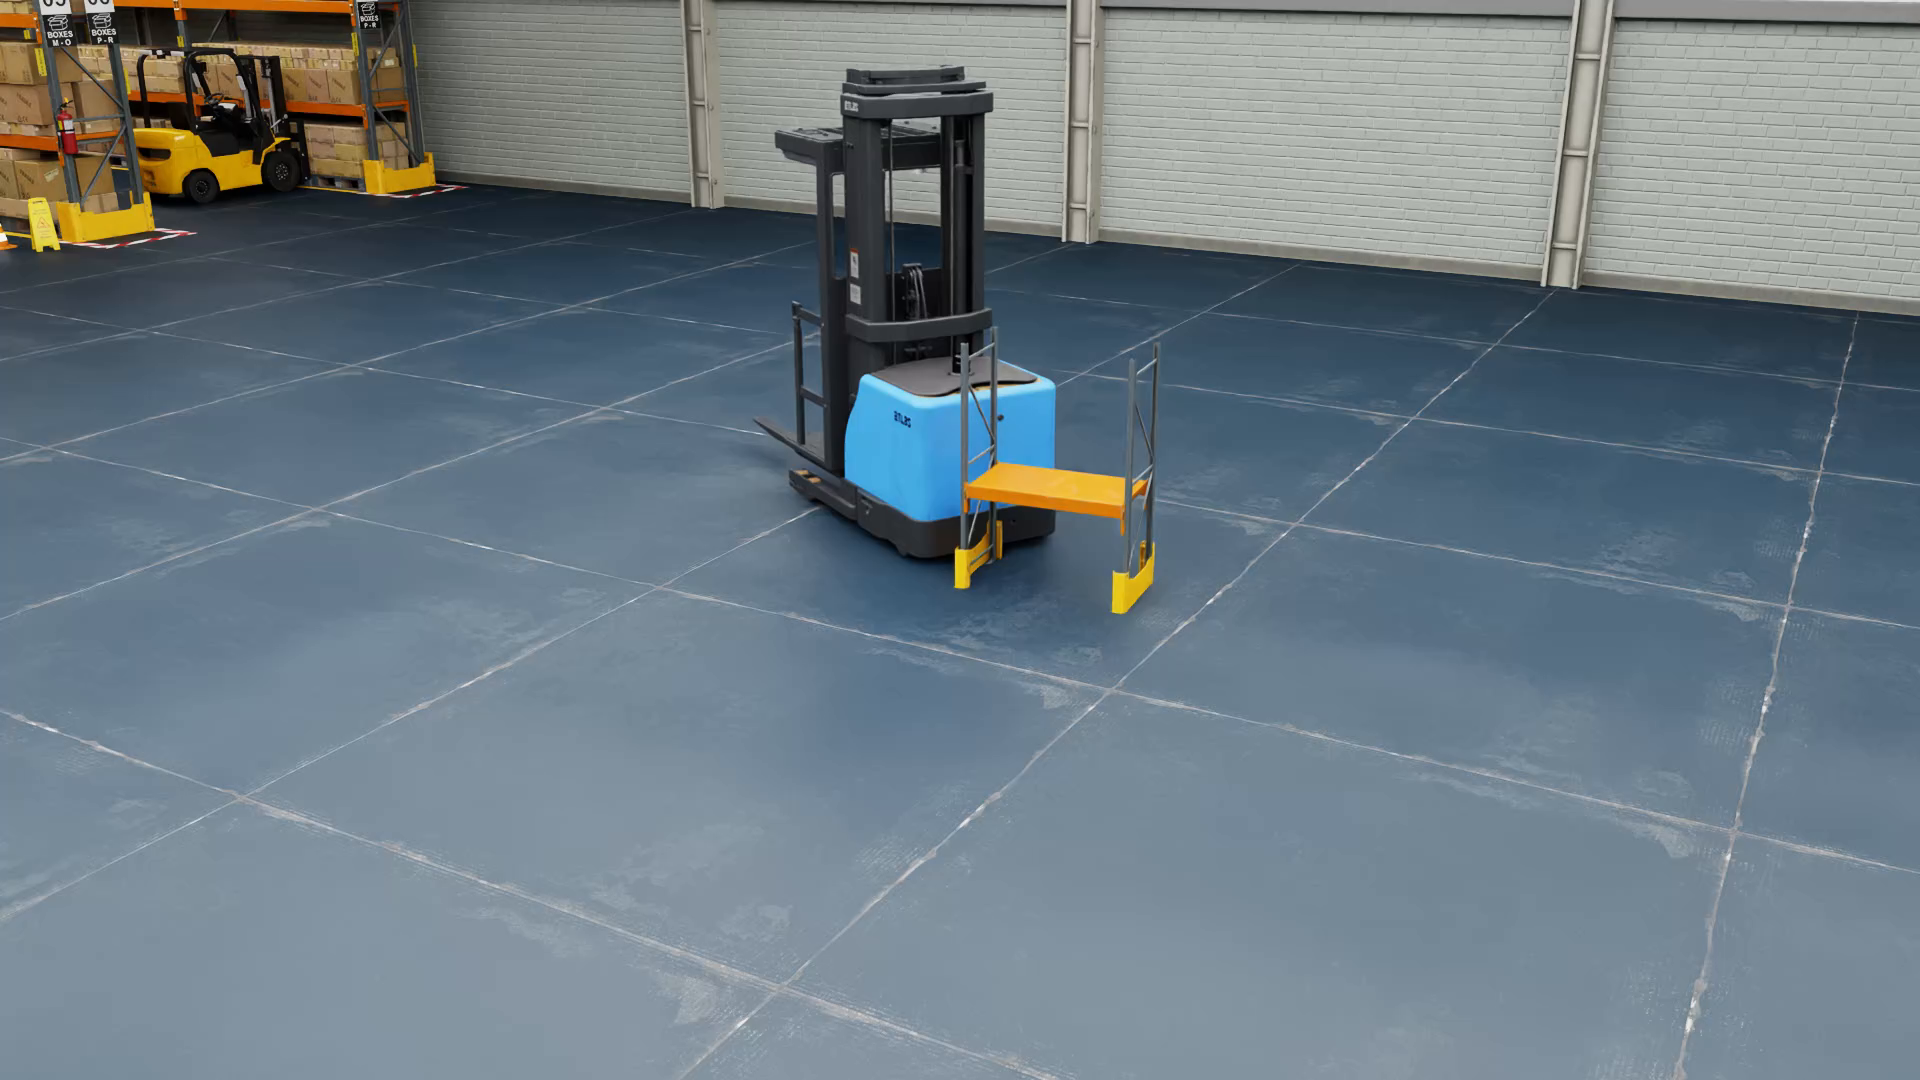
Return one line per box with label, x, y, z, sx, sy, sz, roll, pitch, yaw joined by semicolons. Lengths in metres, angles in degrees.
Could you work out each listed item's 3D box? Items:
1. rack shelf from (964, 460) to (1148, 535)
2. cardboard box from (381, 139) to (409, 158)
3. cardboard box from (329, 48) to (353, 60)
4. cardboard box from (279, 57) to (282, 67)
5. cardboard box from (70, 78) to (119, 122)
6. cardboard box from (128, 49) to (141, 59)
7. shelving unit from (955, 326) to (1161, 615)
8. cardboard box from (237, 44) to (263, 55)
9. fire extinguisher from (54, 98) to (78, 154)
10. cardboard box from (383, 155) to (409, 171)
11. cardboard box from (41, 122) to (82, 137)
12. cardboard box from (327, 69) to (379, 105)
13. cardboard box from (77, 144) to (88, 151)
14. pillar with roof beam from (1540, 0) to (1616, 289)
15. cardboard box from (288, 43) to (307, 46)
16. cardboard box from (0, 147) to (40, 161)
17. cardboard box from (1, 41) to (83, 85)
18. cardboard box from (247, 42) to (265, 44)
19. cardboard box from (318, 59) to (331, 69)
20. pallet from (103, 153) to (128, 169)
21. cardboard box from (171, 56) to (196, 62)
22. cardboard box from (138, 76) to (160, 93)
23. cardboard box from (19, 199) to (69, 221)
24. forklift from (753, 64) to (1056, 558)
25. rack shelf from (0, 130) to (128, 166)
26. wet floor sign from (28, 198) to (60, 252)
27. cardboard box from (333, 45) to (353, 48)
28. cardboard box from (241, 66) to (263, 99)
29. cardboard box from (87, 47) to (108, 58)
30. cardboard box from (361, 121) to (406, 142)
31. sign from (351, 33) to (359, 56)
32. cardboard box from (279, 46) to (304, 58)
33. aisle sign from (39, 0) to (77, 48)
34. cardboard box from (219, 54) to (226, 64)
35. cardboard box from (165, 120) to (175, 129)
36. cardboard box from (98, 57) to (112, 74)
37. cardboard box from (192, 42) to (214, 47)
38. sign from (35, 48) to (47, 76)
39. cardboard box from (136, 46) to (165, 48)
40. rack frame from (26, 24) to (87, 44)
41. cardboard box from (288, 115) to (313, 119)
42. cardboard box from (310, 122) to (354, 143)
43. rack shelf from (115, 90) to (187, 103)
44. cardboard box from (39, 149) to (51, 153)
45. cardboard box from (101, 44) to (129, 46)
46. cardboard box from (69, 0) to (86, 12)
rack shelf;0.584;-0.264;9.920;1.000;0.185;0.538;8;22;22
cardboard box;-9.055;-6.181;26.190;0.500;0.250;0.500;11;23;28
cardboard box;-9.392;-7.422;25.393;0.250;0.149;0.380;11;23;27
cardboard box;-10.491;-7.502;26.050;0.250;0.149;0.380;11;22;27
cardboard box;-11.442;-5.771;21.794;0.500;0.500;0.500;10;22;26
cardboard box;-13.559;-8.070;27.615;0.250;0.149;0.380;10;22;26
shelving unit;0.575;-0.434;9.862;1.083;1.500;0.587;8;22;22
cardboard box;-11.191;-7.752;26.304;0.250;0.149;0.380;10;22;26
fire extinguisher;-11.288;-5.231;20.999;0.183;0.674;0.296;11;23;27
cardboard box;-9.079;-5.946;26.275;0.500;0.250;0.500;11;23;28
cardboard box;-11.594;-5.304;21.456;0.250;0.149;0.380;12;23;29
cardboard box;-9.304;-6.952;25.485;0.500;0.500;0.500;10;22;26
cardboard box;-15.192;-7.205;29.196;0.625;0.625;0.875;12;23;29
pillar with roof beam;4.701;-5.831;13.743;0.400;9.000;9.100;11;23;27
cardboard box;-10.504;-7.821;26.494;0.250;0.149;0.380;12;23;29
cardboard box;-12.343;-5.082;21.842;0.250;0.149;0.380;12;23;29
cardboard box;-11.716;-6.100;21.234;0.500;0.500;0.700;10;22;26
cardboard box;-11.375;-8.001;26.990;0.250;0.149;0.380;11;22;27
cardboard box;-9.620;-7.323;25.556;0.250;0.149;0.380;11;23;28
pallet;-13.969;-6.569;28.666;1.213;0.211;1.003;11;23;27
cardboard box;-12.644;-7.909;27.173;0.250;0.149;0.380;12;23;29
cardboard box;-13.247;-7.584;27.594;0.500;0.250;0.500;11;22;27
cardboard box;-12.021;-4.386;21.975;0.500;0.250;0.500;11;23;27
forklift;-0.551;-1.721;11.311;1.130;2.935;3.031;-11;23;-28
rack shelf;-12.909;-5.418;22.456;4.000;0.370;1.077;11;23;27
wet floor sign;-11.519;-3.966;20.853;0.267;0.644;0.232;-16;26;-38
cardboard box;-9.593;-7.652;26.026;0.250;0.149;0.380;11;23;28
cardboard box;-11.073;-7.297;26.435;0.500;0.500;0.500;11;22;27
cardboard box;-14.464;-8.232;28.061;0.250;0.149;0.380;11;23;28
cardboard box;-9.073;-6.413;26.095;0.500;0.250;0.500;10;22;26
sign;-9.023;-7.398;24.815;0.005;0.325;0.100;11;23;27
cardboard box;-10.325;-7.573;25.808;0.250;0.149;0.380;11;23;28
aisle sign;-11.251;-6.549;20.707;0.004;0.787;0.394;11;23;27
cardboard box;-11.620;-7.710;26.622;0.250;0.149;0.380;11;23;27
cardboard box;-12.699;-6.731;27.889;0.625;0.625;0.875;12;23;30
cardboard box;-14.119;-7.996;27.997;0.500;0.250;0.500;11;23;28
cardboard box;-12.104;-7.917;26.758;0.250;0.149;0.380;11;23;28
sign;-11.452;-5.954;20.719;0.005;0.325;0.100;11;23;27
cardboard box;-13.749;-8.308;28.273;0.250;0.149;0.380;11;23;28
rack frame;-15.730;-8.232;29.160;0.127;3.000;1.000;11;23;27
cardboard box;-10.829;-6.749;27.023;0.500;0.250;0.500;11;23;28
cardboard box;-9.749;-6.343;25.903;0.500;0.250;0.500;11;23;28
rack shelf;-13.984;-7.561;28.366;4.000;0.370;1.077;11;23;27
cardboard box;-12.646;-5.072;22.766;0.500;0.500;0.500;11;23;28
cardboard box;-14.620;-8.498;28.797;0.250;0.149;0.380;10;22;26
cardboard box;-11.295;-6.867;21.367;0.250;0.149;0.380;11;23;27
